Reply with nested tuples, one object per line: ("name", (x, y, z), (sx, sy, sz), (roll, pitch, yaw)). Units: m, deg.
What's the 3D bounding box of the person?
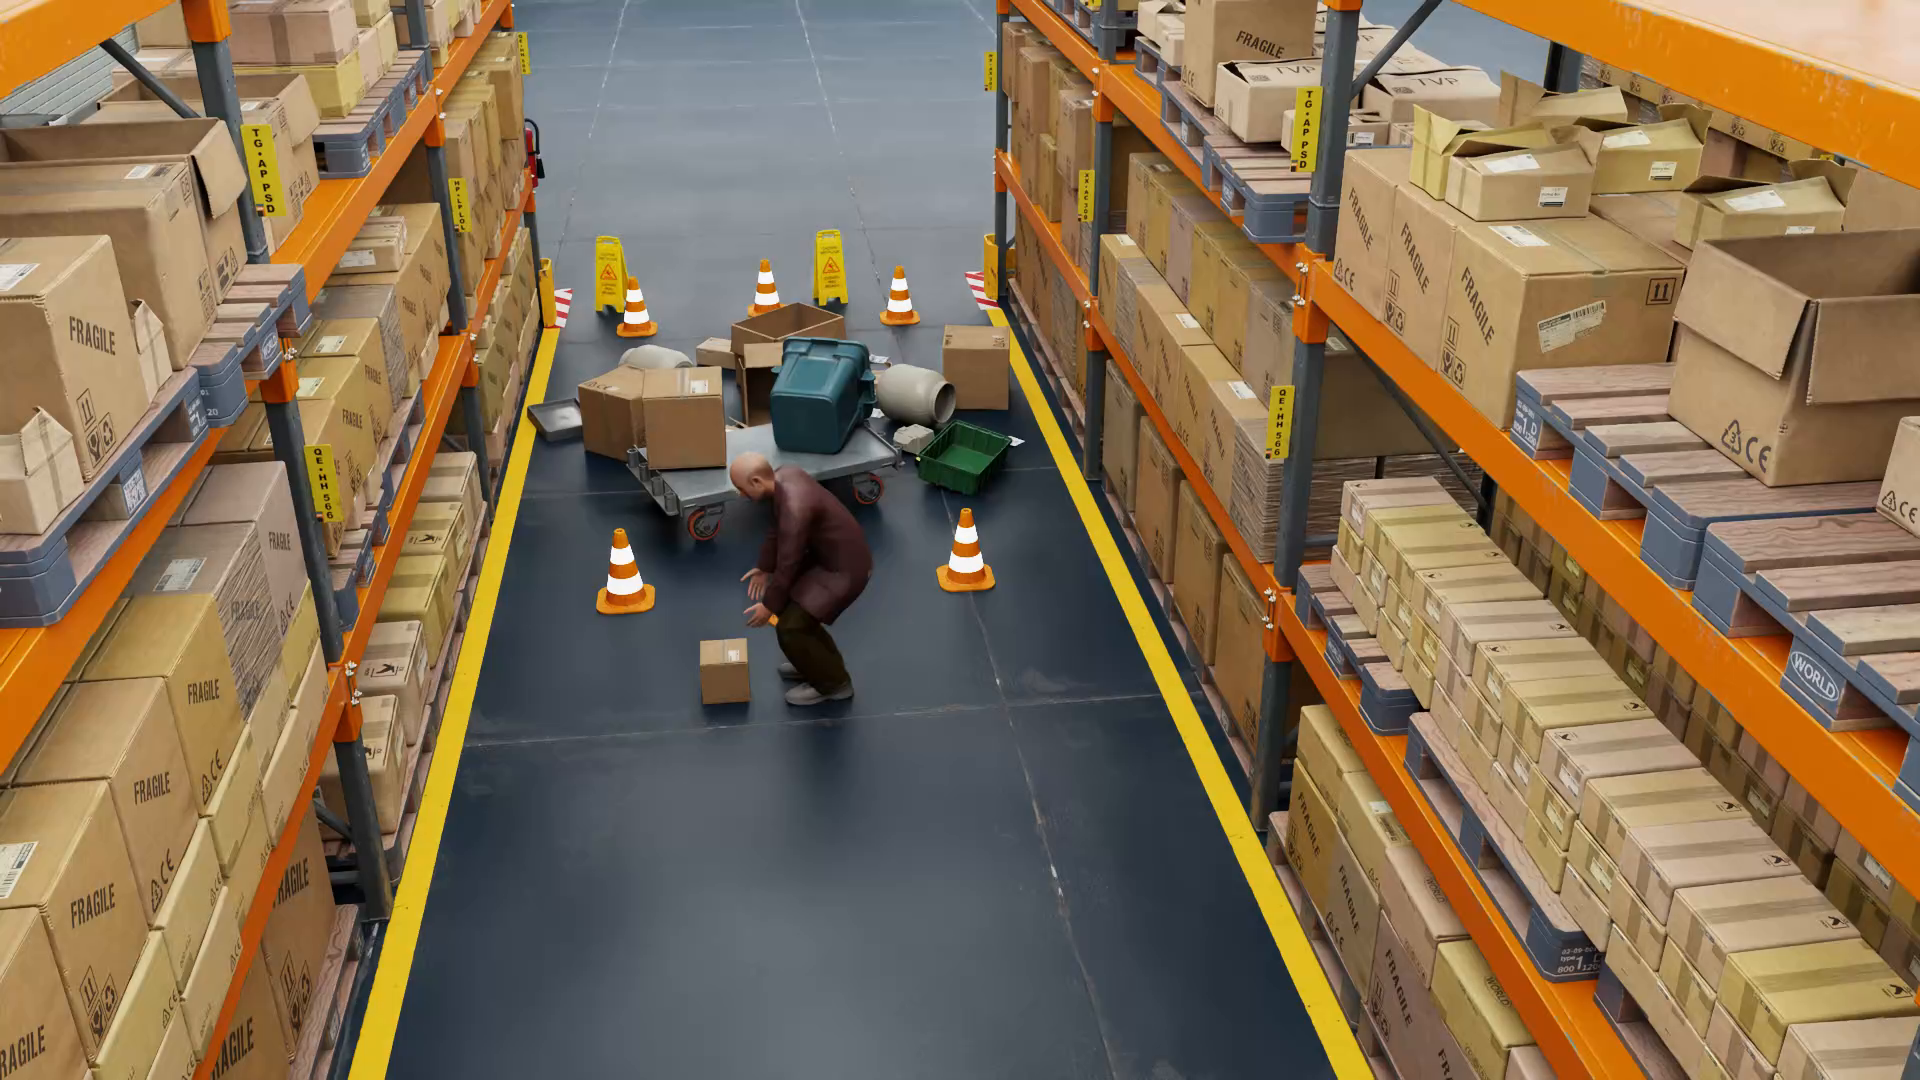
("person", (-0.804, 0.184, 8.682), (0.719, 1.410, 0.630), (-4, 27, -7))
